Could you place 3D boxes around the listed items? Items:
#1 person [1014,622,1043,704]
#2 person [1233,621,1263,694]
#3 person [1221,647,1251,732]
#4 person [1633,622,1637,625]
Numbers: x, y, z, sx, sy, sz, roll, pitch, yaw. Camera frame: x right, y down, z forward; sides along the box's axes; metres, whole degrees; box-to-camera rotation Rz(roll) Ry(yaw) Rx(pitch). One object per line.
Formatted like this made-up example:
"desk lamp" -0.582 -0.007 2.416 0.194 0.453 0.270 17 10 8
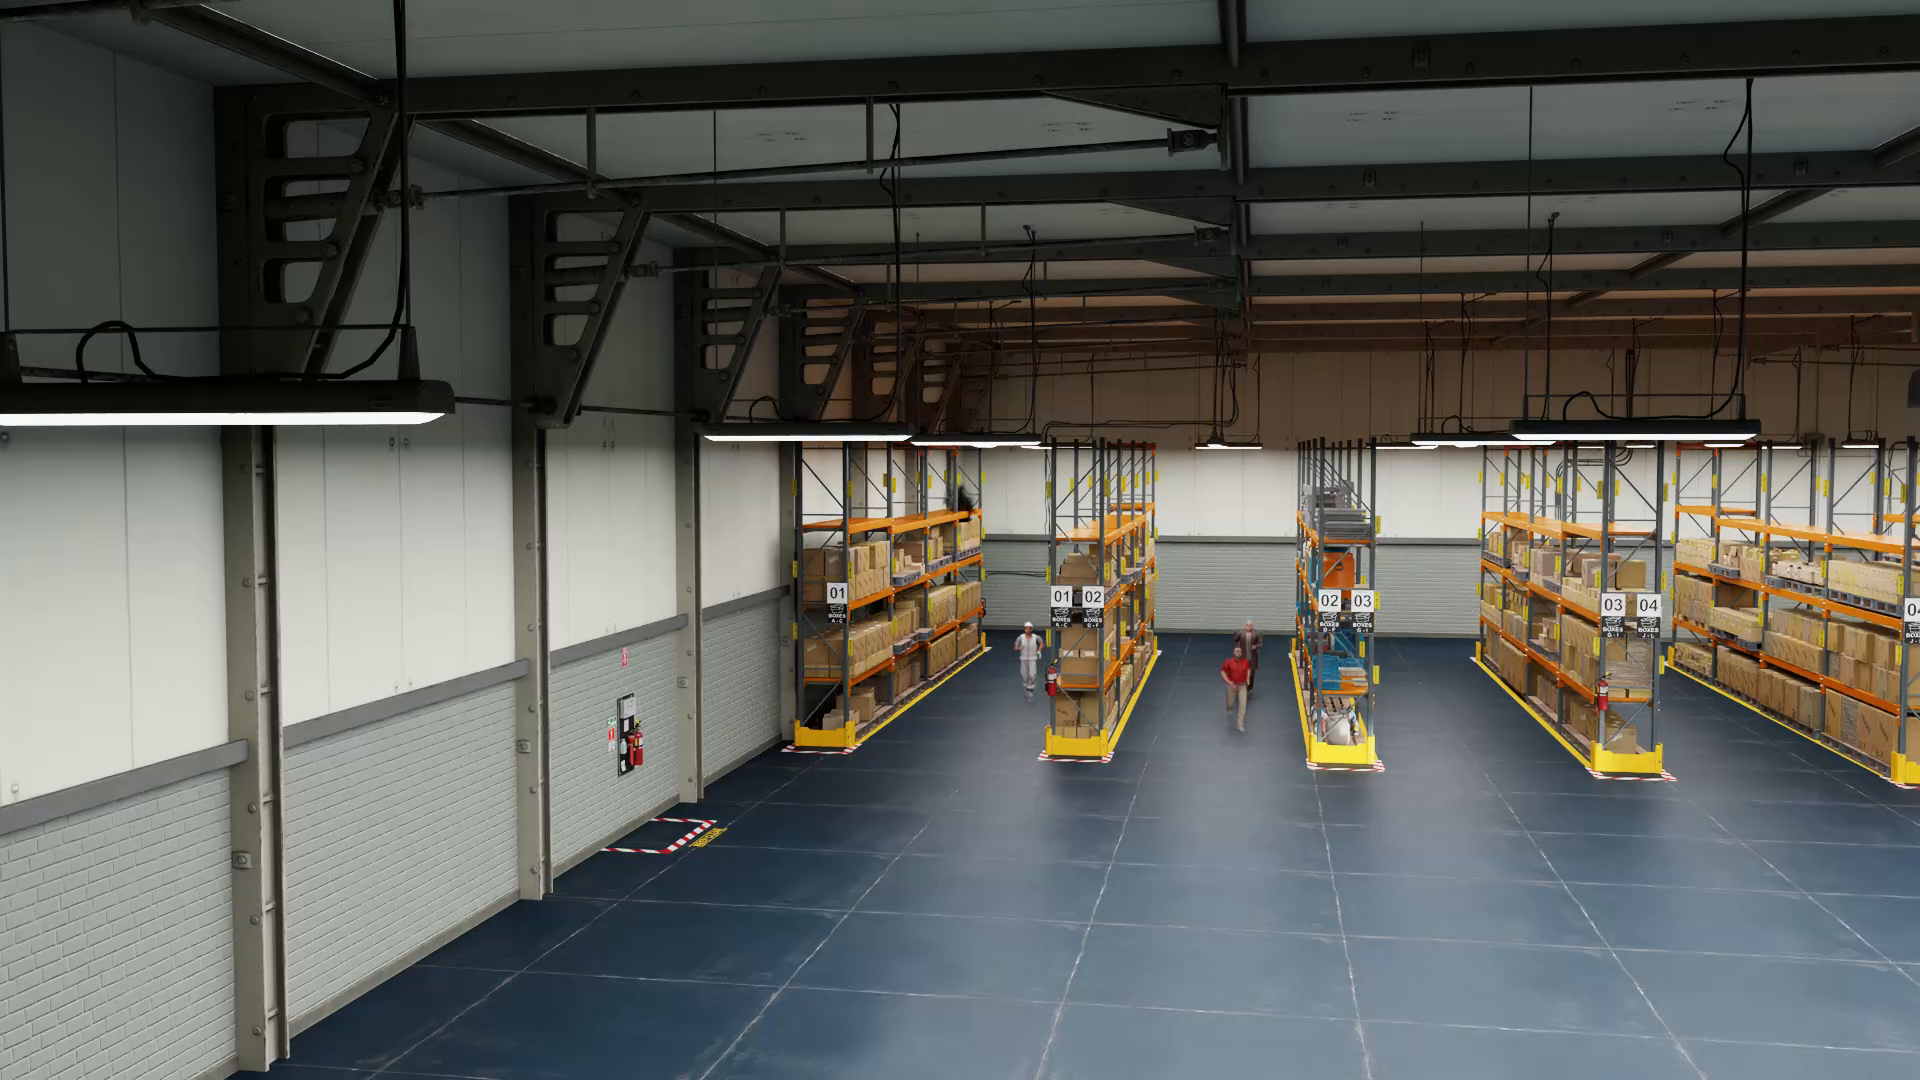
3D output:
"person" 1.563 2.791 38.048 0.636 1.821 0.843 0 3 8
"person" 6.747 2.781 38.927 0.683 1.783 0.745 0 3 6
"person" 5.732 3.076 34.490 0.642 1.724 1.031 0 3 2
"person" 17.811 2.533 44.574 0.614 1.755 0.727 2 3 28
